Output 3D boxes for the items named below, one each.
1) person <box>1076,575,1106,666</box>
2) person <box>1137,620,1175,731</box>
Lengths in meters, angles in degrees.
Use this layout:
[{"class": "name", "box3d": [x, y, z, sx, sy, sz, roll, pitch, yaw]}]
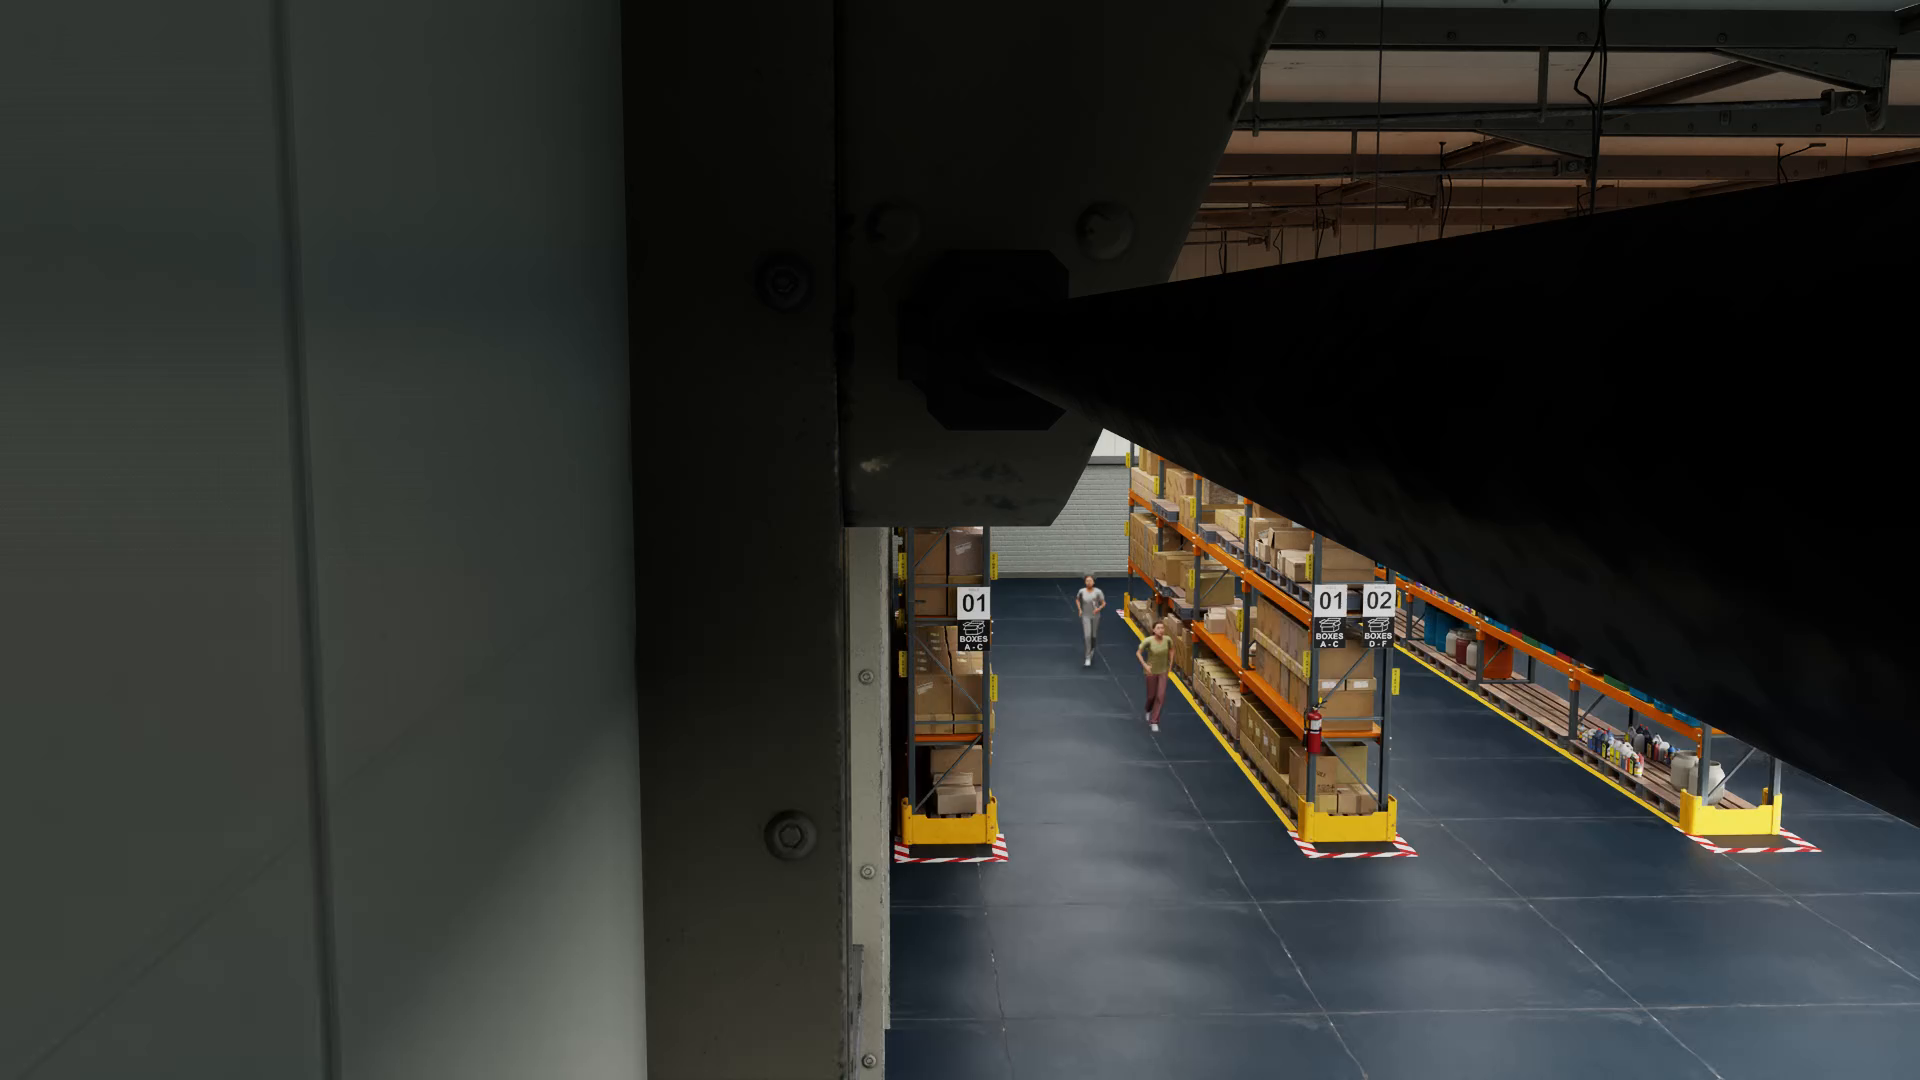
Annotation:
[{"class": "person", "box3d": [2.469, 1.475, 31.382, 0.559, 1.676, 0.864, 1, 7, 5]}, {"class": "person", "box3d": [2.980, 2.019, 25.190, 0.604, 1.648, 0.705, -1, 7, -9]}]
